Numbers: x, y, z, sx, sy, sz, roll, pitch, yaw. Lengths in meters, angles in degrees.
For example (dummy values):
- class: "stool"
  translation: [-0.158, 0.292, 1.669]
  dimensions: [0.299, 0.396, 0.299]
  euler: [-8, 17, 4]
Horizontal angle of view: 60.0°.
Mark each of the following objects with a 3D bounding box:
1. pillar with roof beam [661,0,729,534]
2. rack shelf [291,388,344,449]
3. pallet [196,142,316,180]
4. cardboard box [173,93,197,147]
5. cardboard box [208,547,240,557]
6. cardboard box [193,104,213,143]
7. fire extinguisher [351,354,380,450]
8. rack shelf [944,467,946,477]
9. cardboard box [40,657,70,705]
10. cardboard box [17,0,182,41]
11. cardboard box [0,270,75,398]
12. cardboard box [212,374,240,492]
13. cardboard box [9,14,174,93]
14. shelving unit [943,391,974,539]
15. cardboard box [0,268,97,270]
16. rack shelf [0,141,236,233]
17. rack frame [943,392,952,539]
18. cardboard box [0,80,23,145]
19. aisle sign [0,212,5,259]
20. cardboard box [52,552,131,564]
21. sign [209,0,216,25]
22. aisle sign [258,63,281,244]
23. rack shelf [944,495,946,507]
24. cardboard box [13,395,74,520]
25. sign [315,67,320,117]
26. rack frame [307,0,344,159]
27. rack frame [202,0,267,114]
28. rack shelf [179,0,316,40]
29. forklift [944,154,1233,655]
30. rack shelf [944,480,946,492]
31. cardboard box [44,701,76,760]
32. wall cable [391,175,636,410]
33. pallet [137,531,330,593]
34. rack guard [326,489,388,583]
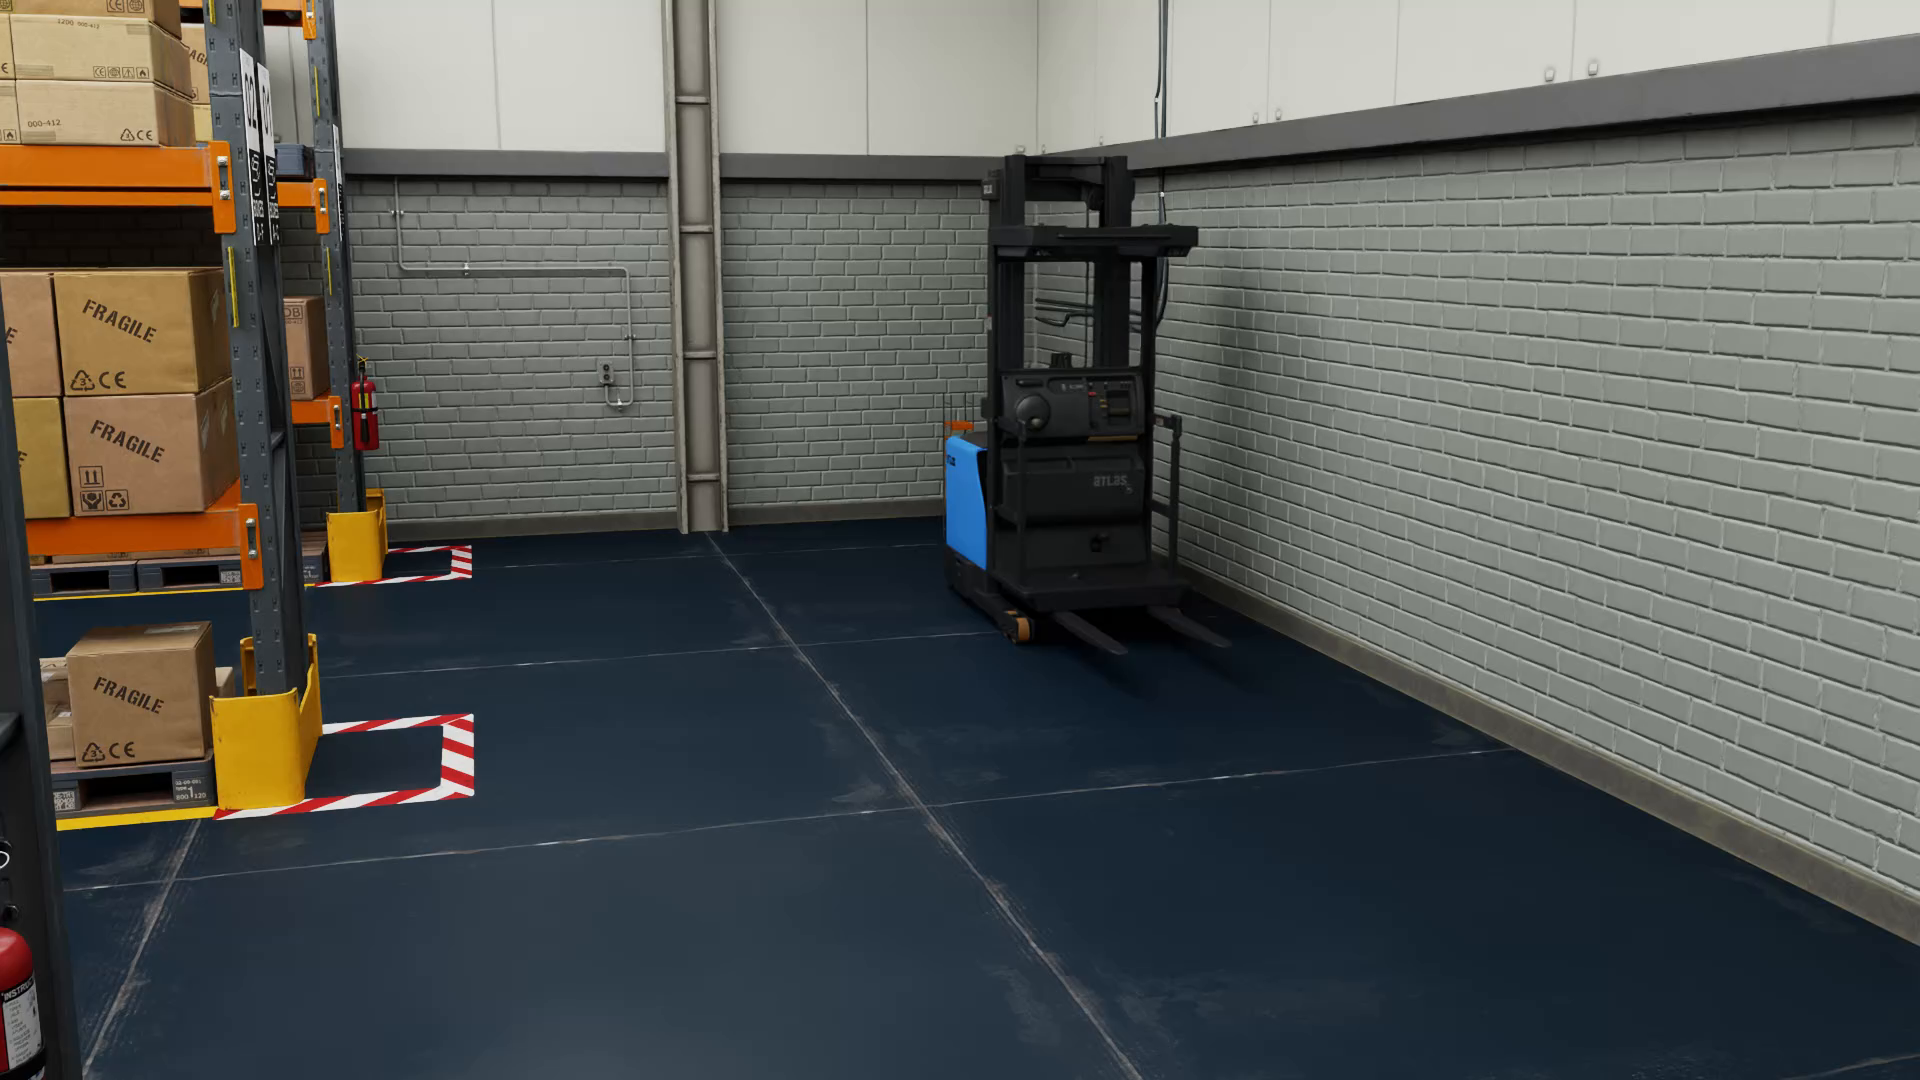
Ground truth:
- class: "pillar with roof beam"
  translation: [-0.964, -3.765, 9.146]
  dimensions: [0.400, 9.000, 9.100]
  euler: [-3, 11, -16]
- class: "rack shelf"
  translation: [-6.438, -0.821, 11.710]
  dimensions: [4.000, 0.370, 1.077]
  euler: [-3, 11, -16]
- class: "pallet"
  translation: [-5.227, -2.669, 11.718]
  dimensions: [1.213, 0.211, 1.003]
  euler: [-3, 11, -16]
- class: "cardboard box"
  translation: [-3.694, -1.835, 7.359]
  dimensions: [0.500, 0.250, 0.500]
  euler: [-3, 11, -16]
- class: "cardboard box"
  translation: [-5.162, -0.201, 12.096]
  dimensions: [0.500, 0.500, 0.700]
  euler: [-3, 11, -16]
- class: "cardboard box"
  translation: [-5.147, -2.850, 11.438]
  dimensions: [0.500, 0.250, 0.500]
  euler: [-3, 11, -14]
- class: "fire extinguisher"
  translation: [-4.244, -0.982, 11.841]
  dimensions: [0.183, 0.674, 0.296]
  euler: [-3, 11, -16]
- class: "rack shelf"
  translation: [-0.014, -0.546, 13.442]
  dimensions: [0.180, 0.103, 0.258]
  euler: [-3, 11, -16]
- class: "cardboard box"
  translation: [-4.211, 0.724, 7.708]
  dimensions: [0.500, 0.250, 0.500]
  euler: [-3, 11, -16]
- class: "cardboard box"
  translation: [-3.618, -2.403, 6.991]
  dimensions: [0.500, 0.500, 0.700]
  euler: [-3, 11, -16]
- class: "cardboard box"
  translation: [-3.965, -0.860, 6.897]
  dimensions: [0.500, 0.500, 0.500]
  euler: [-3, 11, -14]
- class: "cardboard box"
  translation: [-3.629, -0.488, 7.636]
  dimensions: [0.500, 0.500, 0.500]
  euler: [-3, 11, -15]
- class: "cardboard box"
  translation: [-3.552, -1.992, 6.833]
  dimensions: [0.500, 0.250, 0.500]
  euler: [-3, 11, -16]
- class: "shelving unit"
  translation: [-0.014, -0.589, 13.434]
  dimensions: [0.189, 1.200, 0.258]
  euler: [-3, 11, -16]
- class: "cardboard box"
  translation: [-4.129, -0.952, 7.395]
  dimensions: [0.500, 0.500, 0.500]
  euler: [-3, 11, -15]
- class: "rack shelf"
  translation: [-5.050, -1.436, 6.762]
  dimensions: [4.000, 0.370, 1.077]
  euler: [-3, 11, -16]
- class: "rack frame"
  translation: [-0.102, -0.585, 13.409]
  dimensions: [0.006, 1.200, 0.240]
  euler: [-3, 11, -16]
- class: "cardboard box"
  translation: [-4.032, -1.722, 6.743]
  dimensions: [0.500, 0.250, 0.500]
  euler: [-3, 11, -16]
- class: "aisle sign"
  translation: [-1.763, -0.888, 2.905]
  dimensions: [0.004, 0.787, 0.394]
  euler: [-3, 11, -16]
- class: "cardboard box"
  translation: [-6.125, -0.150, 11.820]
  dimensions: [0.500, 0.500, 0.700]
  euler: [-3, 11, -18]
- class: "sign"
  translation: [-2.994, -2.229, 6.637]
  dimensions: [0.005, 0.325, 0.100]
  euler: [-3, 11, -16]
- class: "aisle sign"
  translation: [-3.146, -1.748, 7.579]
  dimensions: [0.004, 0.787, 0.394]
  euler: [-3, 11, -16]
- class: "rack shelf"
  translation: [-0.014, -0.310, 13.485]
  dimensions: [0.180, 0.103, 0.258]
  euler: [-3, 11, -16]
- class: "cardboard box"
  translation: [-3.981, -0.368, 6.983]
  dimensions: [0.500, 0.500, 0.500]
  euler: [-3, 11, -15]
- class: "sign"
  translation: [-4.379, -3.053, 11.334]
  dimensions: [0.005, 0.325, 0.100]
  euler: [-3, 11, -16]
- class: "rack frame"
  translation: [-4.518, -4.227, 11.652]
  dimensions: [0.127, 3.000, 1.000]
  euler: [-3, 11, -16]
- class: "rack frame"
  translation: [-3.130, -3.366, 6.975]
  dimensions: [0.127, 3.000, 1.000]
  euler: [-3, 11, -16]
- class: "rack shelf"
  translation: [-6.438, -3.575, 11.203]
  dimensions: [4.000, 0.370, 1.077]
  euler: [-3, 11, -16]
- class: "forklift"
  translation: [0.774, -0.886, 10.264]
  dimensions: [1.130, 2.935, 3.031]
  euler: [-3, 11, -15]
- class: "rack shelf"
  translation: [-0.014, -0.428, 13.464]
  dimensions: [0.180, 0.103, 0.258]
  euler: [-3, 11, -16]
- class: "cardboard box"
  translation: [-3.997, 0.837, 7.327]
  dimensions: [0.250, 0.166, 0.380]
  euler: [-3, 11, -16]
- class: "wall cable"
  translation: [-3.553, -2.005, 13.348]
  dimensions: [1.851, 1.984, 0.084]
  euler: [-3, 11, -16]
- class: "pallet"
  translation: [-5.264, 0.149, 12.154]
  dimensions: [1.213, 0.211, 1.003]
  euler: [-3, 11, -16]
- class: "rack guard"
  translation: [-4.495, -0.048, 12.428]
  dimensions: [0.348, 0.500, 1.175]
  euler: [-3, 11, -16]
